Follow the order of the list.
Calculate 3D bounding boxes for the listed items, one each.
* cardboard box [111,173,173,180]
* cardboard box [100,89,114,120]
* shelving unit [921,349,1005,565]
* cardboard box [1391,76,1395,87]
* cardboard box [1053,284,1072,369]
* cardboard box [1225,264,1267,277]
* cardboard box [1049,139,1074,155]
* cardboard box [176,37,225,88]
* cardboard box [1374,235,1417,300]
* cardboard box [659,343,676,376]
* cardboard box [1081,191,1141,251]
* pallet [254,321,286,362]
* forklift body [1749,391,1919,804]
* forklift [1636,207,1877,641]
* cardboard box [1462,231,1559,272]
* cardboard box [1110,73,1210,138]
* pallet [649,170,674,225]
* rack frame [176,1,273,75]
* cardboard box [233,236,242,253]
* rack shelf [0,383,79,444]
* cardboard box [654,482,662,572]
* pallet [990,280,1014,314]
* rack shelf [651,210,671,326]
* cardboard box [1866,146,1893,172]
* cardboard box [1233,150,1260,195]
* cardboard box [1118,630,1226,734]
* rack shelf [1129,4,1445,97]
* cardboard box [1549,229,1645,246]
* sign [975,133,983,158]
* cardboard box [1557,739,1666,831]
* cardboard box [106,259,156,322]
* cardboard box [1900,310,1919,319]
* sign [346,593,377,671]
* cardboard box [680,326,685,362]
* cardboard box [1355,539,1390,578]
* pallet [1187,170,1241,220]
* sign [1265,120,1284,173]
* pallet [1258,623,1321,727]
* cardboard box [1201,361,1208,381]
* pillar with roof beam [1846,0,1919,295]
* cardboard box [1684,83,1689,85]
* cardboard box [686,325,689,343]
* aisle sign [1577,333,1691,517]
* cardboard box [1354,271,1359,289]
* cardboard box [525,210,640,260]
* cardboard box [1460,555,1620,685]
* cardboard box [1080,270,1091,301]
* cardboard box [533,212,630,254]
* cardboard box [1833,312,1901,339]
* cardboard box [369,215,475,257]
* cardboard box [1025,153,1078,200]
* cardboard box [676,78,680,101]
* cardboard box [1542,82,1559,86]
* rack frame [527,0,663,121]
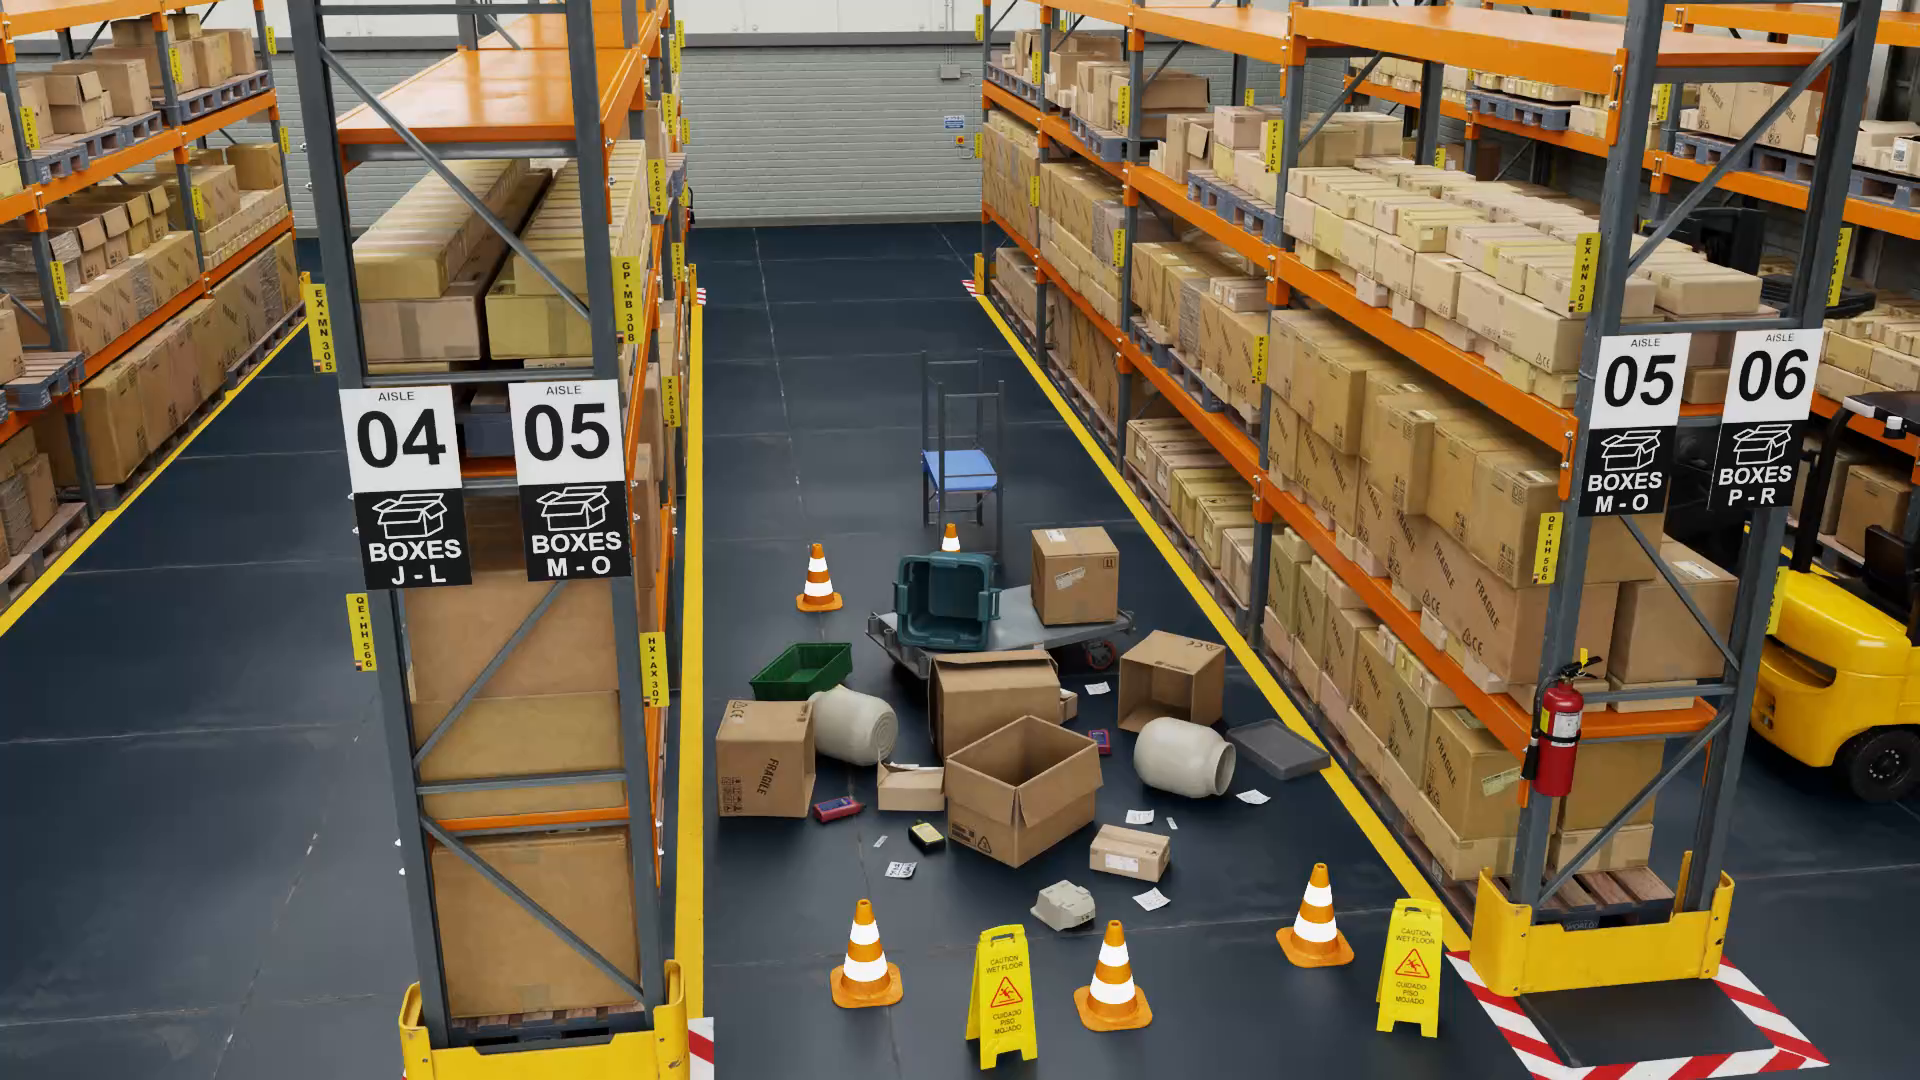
[{"bbox_3d":[-8.829,-3.689,18.023,0.500,0.500,0.500,-3,21,-7],"label":"cardboard box"},{"bbox_3d":[-8.361,-4.125,15.713,0.500,0.311,0.500,-4,21,-10],"label":"cardboard box"},{"bbox_3d":[0.012,-0.673,13.375,0.538,1.500,1.048,-3,21,-8],"label":"shelving unit"},{"bbox_3d":[5.686,-5.807,21.050,0.380,0.149,0.250,-3,21,-8],"label":"cardboard box"},{"bbox_3d":[1.545,-2.440,18.397,0.875,0.875,0.875,-2,21,-6],"label":"cardboard box"},{"bbox_3d":[2.453,-1.950,13.482,0.500,0.500,0.500,-4,21,-11],"label":"cardboard box"},{"bbox_3d":[1.086,-4.455,18.859,0.380,0.149,0.250,-2,21,-6],"label":"cardboard box"},{"bbox_3d":[-8.611,-5.287,18.412,0.700,0.500,0.500,-2,21,-5],"label":"cardboard box"},{"bbox_3d":[2.540,-1.460,8.841,0.500,0.250,0.500,-3,21,-7],"label":"cardboard box"},{"bbox_3d":[-2.380,-1.161,12.393,0.500,0.500,0.500,-3,21,-7],"label":"cardboard box"},{"bbox_3d":[1.472,-3.094,16.142,0.500,0.500,0.500,-3,21,-8],"label":"cardboard box"},{"bbox_3d":[-8.642,-2.333,19.661,1.003,0.211,1.213,-3,21,-8],"label":"pallet"},{"bbox_3d":[5.939,0.287,9.873,2.313,2.155,1.214,-3,21,-8],"label":"forklift body"},{"bbox_3d":[5.353,-0.704,11.412,1.130,2.935,3.031,-12,23,-28],"label":"forklift"},{"bbox_3d":[2.697,-1.411,8.140,0.380,0.149,0.250,-3,21,-8],"label":"cardboard box"},{"bbox_3d":[1.749,-3.837,14.668,0.797,0.503,0.637,-4,21,-11],"label":"cardboard box"},{"bbox_3d":[-2.622,-2.489,12.075,1.003,0.211,1.213,-2,21,-5],"label":"pallet"},{"bbox_3d":[-9.007,-7.144,19.983,1.000,3.000,0.127,-3,21,-8],"label":"rack frame"},{"bbox_3d":[-8.297,-3.312,18.656,0.380,0.149,0.250,-3,21,-9],"label":"cardboard box"},{"bbox_3d":[-7.565,-0.535,11.888,1.077,0.370,4.000,-3,21,-8],"label":"rack shelf"},{"bbox_3d":[-2.188,-0.148,9.611,0.875,0.550,0.550,-3,21,-8],"label":"cardboard box"},{"bbox_3d":[0.992,-3.254,22.128,1.003,0.211,1.213,-3,21,-8],"label":"pallet"},{"bbox_3d":[-2.643,-2.155,11.940,1.077,0.370,4.000,-3,21,-8],"label":"rack shelf"},{"bbox_3d":[6.982,-2.827,12.327,0.380,0.149,0.250,-3,21,-8],"label":"cardboard box"},{"bbox_3d":[2.234,-2.581,11.666,0.500,0.250,0.500,-3,21,-7],"label":"cardboard box"},{"bbox_3d":[1.337,0.930,10.507,0.500,0.500,0.500,12,24,29],"label":"cardboard box"},{"bbox_3d":[2.241,-3.657,12.247,1.077,0.370,4.000,-3,21,-8],"label":"rack shelf"},{"bbox_3d":[3.137,-1.436,8.206,0.380,0.149,0.250,-3,21,-8],"label":"cardboard box"},{"bbox_3d":[0.250,-5.250,22.136,0.100,0.325,0.005,-3,21,-8],"label":"sign"},{"bbox_3d":[3.259,1.145,8.622,0.500,0.500,0.500,-4,21,-10],"label":"cardboard box"},{"bbox_3d":[-7.879,-2.322,15.502,0.500,0.500,0.500,-3,21,-8],"label":"cardboard box"},{"bbox_3d":[7.523,-1.683,12.866,0.380,0.149,0.250,-3,21,-8],"label":"cardboard box"},{"bbox_3d":[-2.317,0.360,6.472,0.100,0.325,0.005,-3,21,-8],"label":"sign"},{"bbox_3d":[-2.999,-1.935,16.511,0.500,0.250,0.500,-4,21,-10],"label":"cardboard box"},{"bbox_3d":[2.497,0.093,9.539,0.380,0.149,0.250,-3,21,-8],"label":"cardboard box"},{"bbox_3d":[2.393,-2.574,12.303,1.213,0.211,1.003,-3,21,-8],"label":"pallet"},{"bbox_3d":[1.981,-2.482,10.484,0.100,0.325,0.005,-3,21,-8],"label":"sign"},{"bbox_3d":[2.661,0.858,11.117,1.003,0.211,1.213,-3,21,-8],"label":"pallet"},{"bbox_3d":[2.049,-1.276,12.605,0.380,0.149,0.250,-3,21,-8],"label":"cardboard box"},{"bbox_3d":[3.684,-4.503,12.911,9.100,9.000,0.400,-3,21,-8],"label":"pillar with roof beam"},{"bbox_3d":[7.040,-4.292,15.854,0.380,0.149,0.250,-3,21,-8],"label":"cardboard box"},{"bbox_3d":[-3.243,-2.306,18.653,0.380,0.149,0.250,-2,21,-5],"label":"cardboard box"},{"bbox_3d":[2.828,-0.476,6.987,0.394,0.787,0.004,-3,21,-8],"label":"aisle sign"},{"bbox_3d":[2.483,-1.491,9.492,0.380,0.149,0.250,-4,21,-9],"label":"cardboard box"},{"bbox_3d":[-1.813,-1.431,8.020,0.500,0.250,0.500,-3,21,-8],"label":"cardboard box"},{"bbox_3d":[2.755,0.346,7.935,0.500,0.500,0.500,-3,21,-9],"label":"cardboard box"},{"bbox_3d":[1.477,-2.507,16.355,0.500,0.250,0.500,-3,21,-8],"label":"cardboard box"},{"bbox_3d":[-1.619,-1.309,7.122,0.380,0.149,0.250,-3,21,-7],"label":"cardboard box"},{"bbox_3d":[6.964,-1.649,12.773,0.380,0.149,0.250,-4,21,-9],"label":"cardboard box"},{"bbox_3d":[-2.273,-1.278,7.041,0.380,0.149,0.250,-3,21,-7],"label":"cardboard box"},{"bbox_3d":[1.035,-4.113,18.871,0.500,0.500,0.500,-3,21,-8],"label":"cardboard box"},{"bbox_3d":[-3.522,-5.208,19.300,0.500,0.250,0.500,-2,21,-5],"label":"cardboard box"},{"bbox_3d":[6.177,-4.715,16.957,0.380,0.149,0.250,-3,21,-7],"label":"cardboard box"},{"bbox_3d":[-2.931,-4.590,13.143,1.000,3.000,0.127,-3,21,-8],"label":"rack frame"}]
